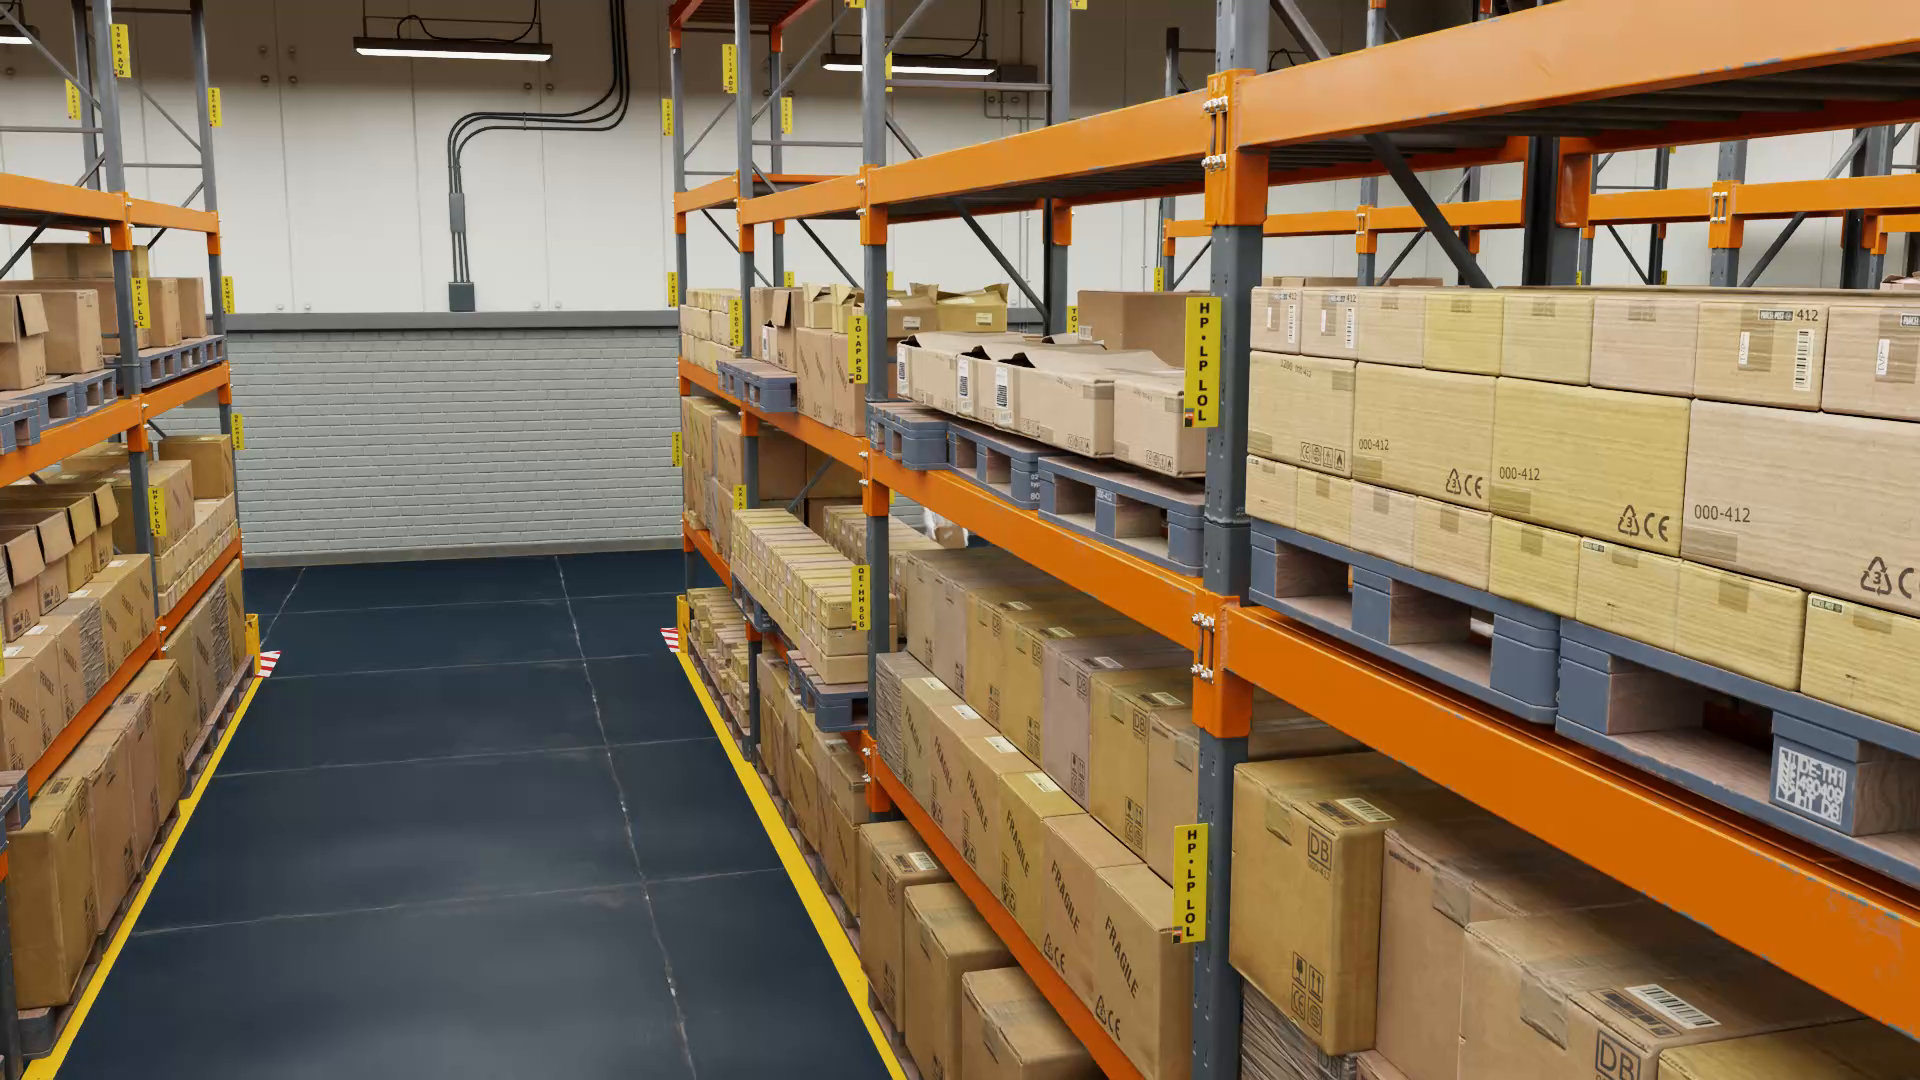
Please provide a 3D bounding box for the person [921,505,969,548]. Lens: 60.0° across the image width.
[{"bbox_3d":[-0.157,0.053,16.939,0.494,1.700,0.543,-5,10,-27],"label":"person"}]
